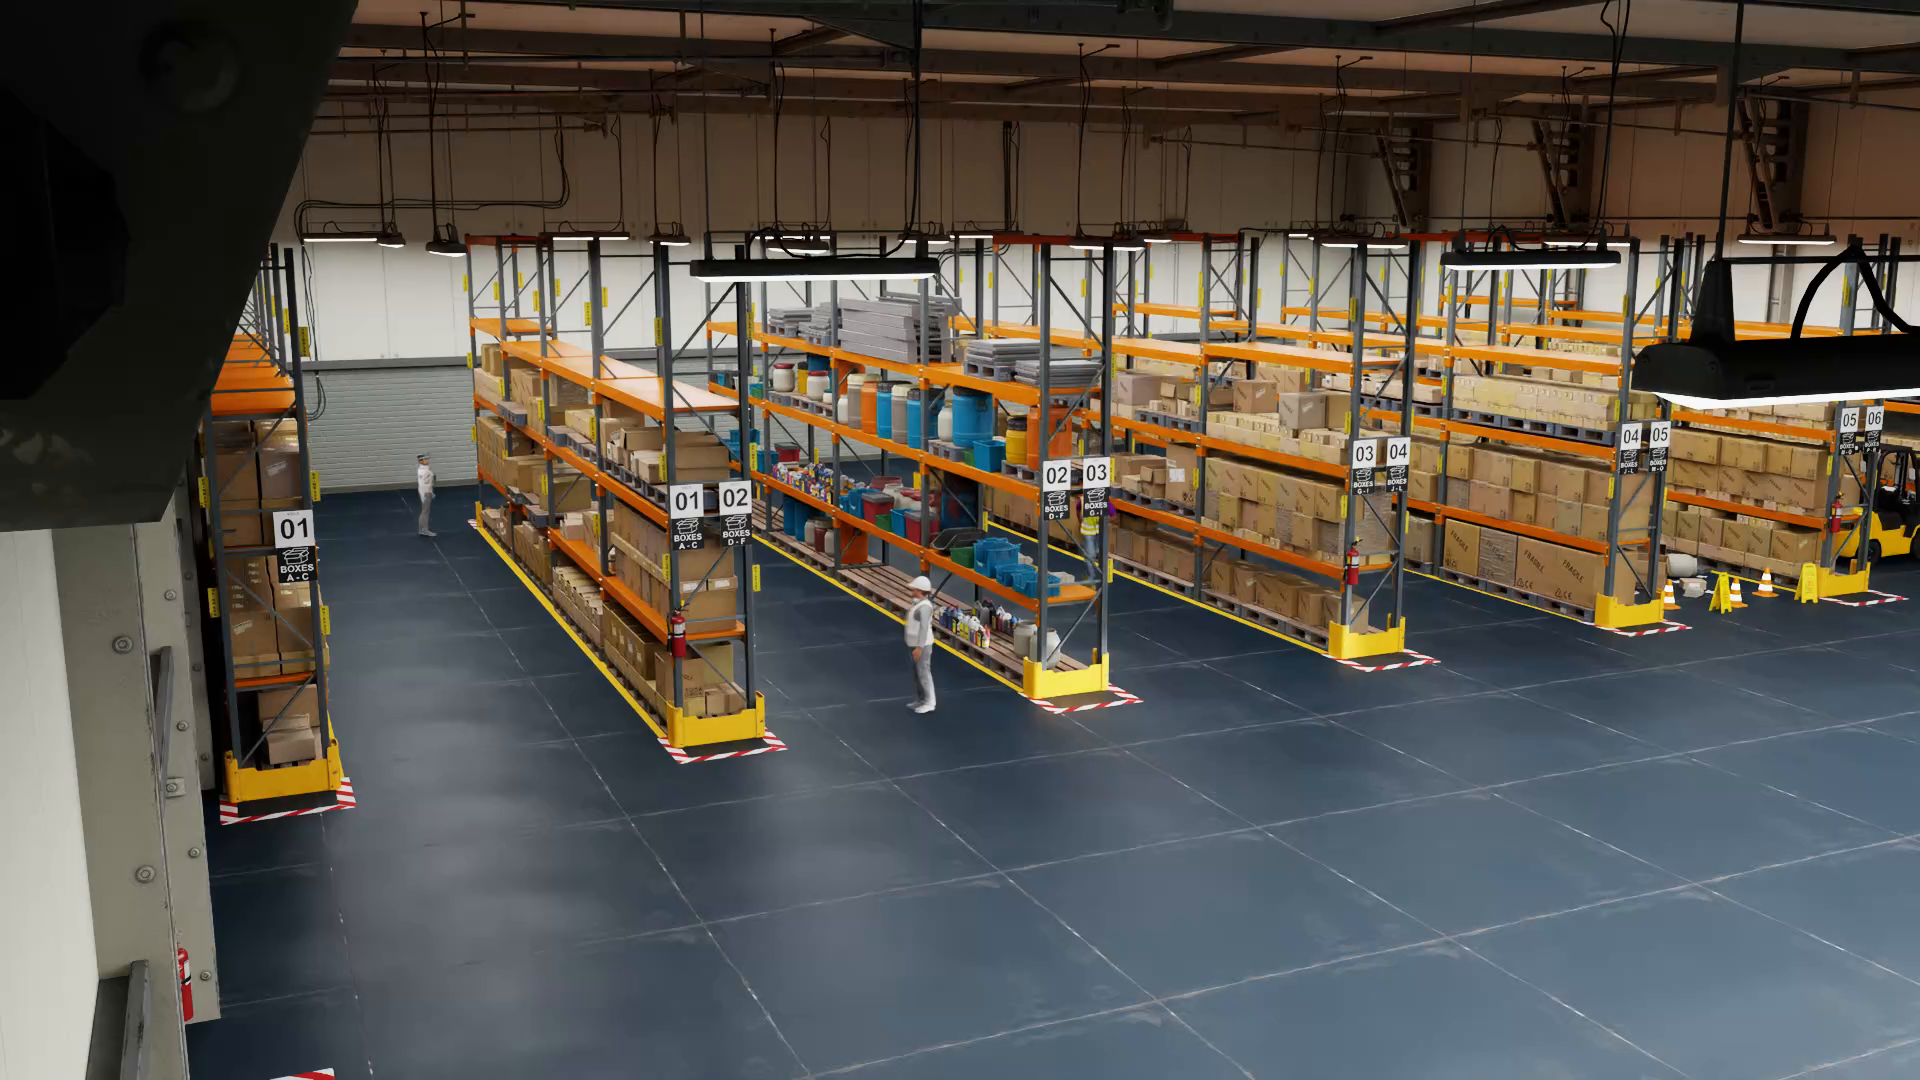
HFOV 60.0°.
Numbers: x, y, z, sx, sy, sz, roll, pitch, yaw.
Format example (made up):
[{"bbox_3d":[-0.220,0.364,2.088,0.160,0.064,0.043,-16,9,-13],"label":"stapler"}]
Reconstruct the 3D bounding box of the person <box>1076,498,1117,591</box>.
[{"bbox_3d":[2.237,-0.060,27.340,0.565,1.818,0.807,-4,12,-20],"label":"person"}]

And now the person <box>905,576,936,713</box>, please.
[{"bbox_3d":[-0.518,1.354,21.526,0.388,1.796,0.582,-2,11,-12],"label":"person"}]

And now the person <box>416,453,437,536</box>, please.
[{"bbox_3d":[-10.761,-0.928,33.517,0.392,1.697,0.522,-2,11,-10],"label":"person"}]
